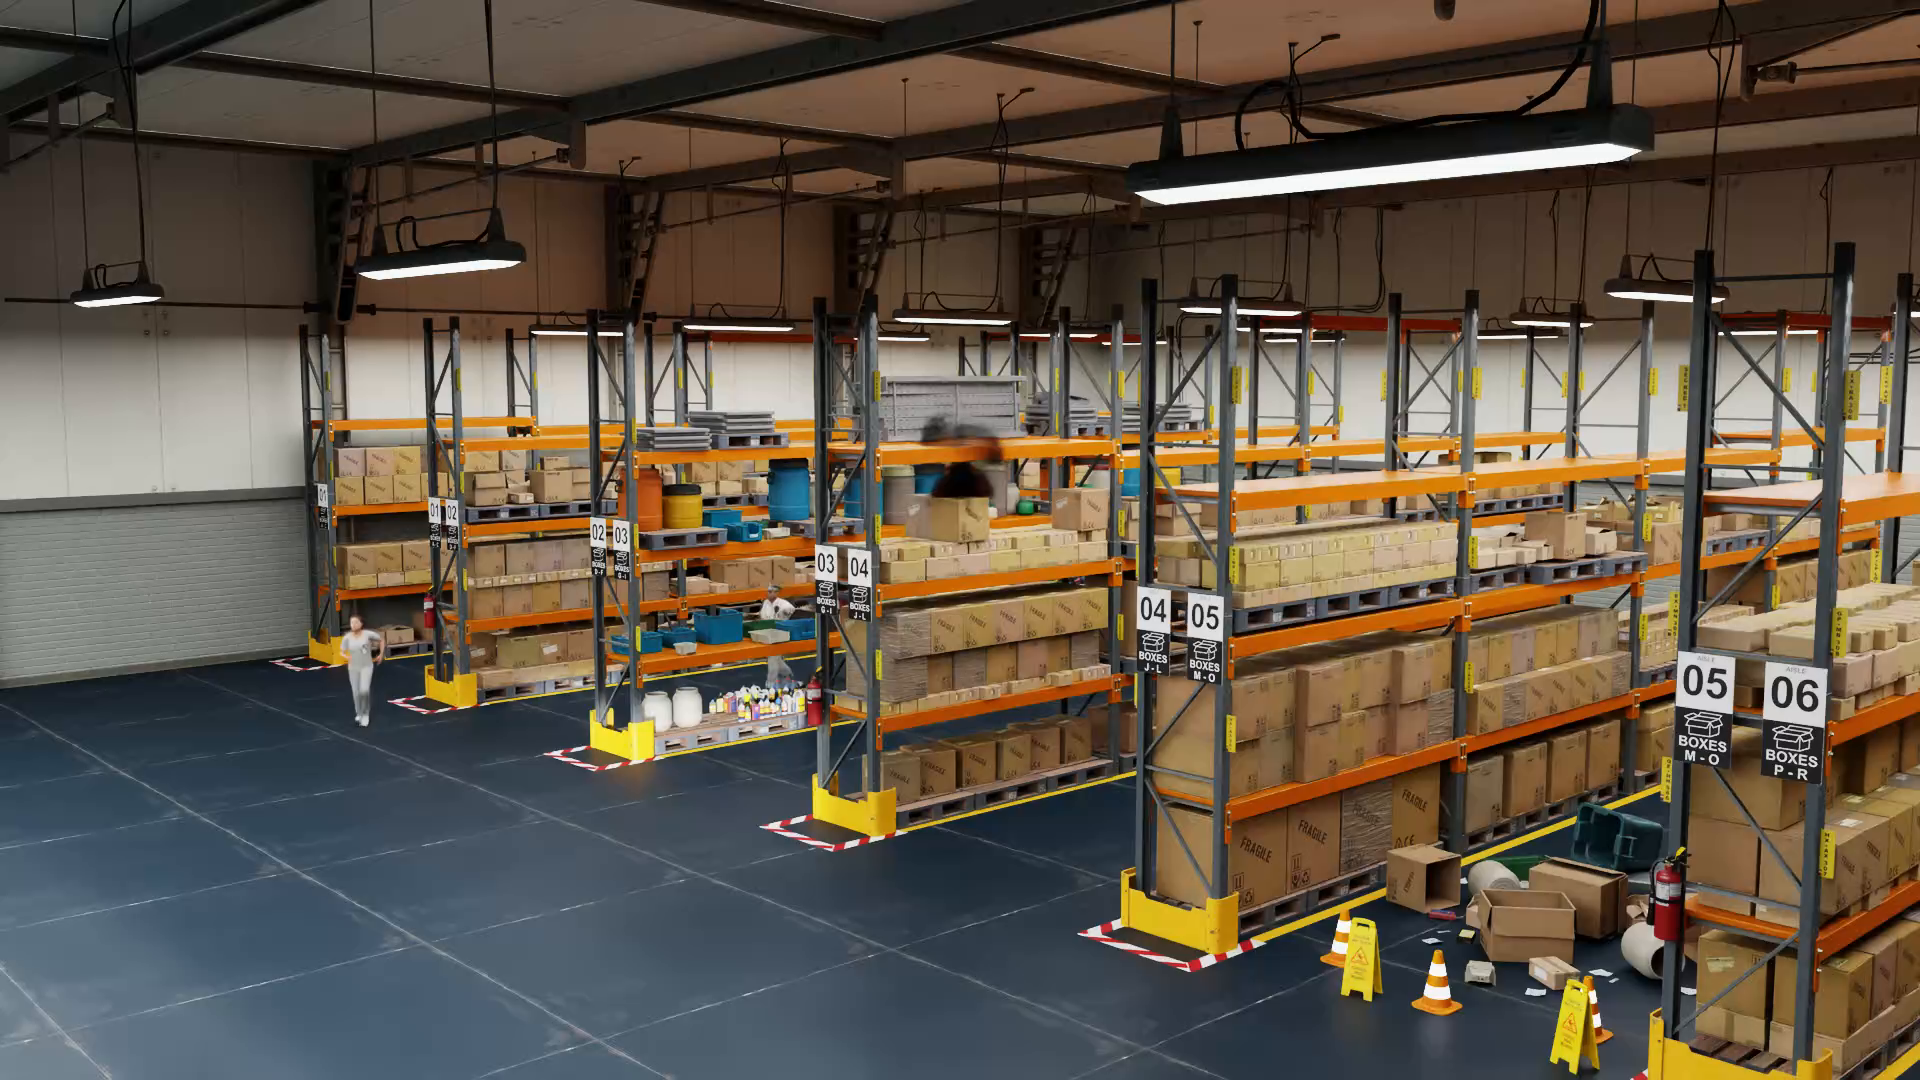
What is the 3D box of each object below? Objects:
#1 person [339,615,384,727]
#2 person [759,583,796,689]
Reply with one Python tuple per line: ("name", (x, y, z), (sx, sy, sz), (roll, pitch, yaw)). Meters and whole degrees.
("person", (-8.697, 1.889, 24.184), (0.574, 1.636, 0.835), (-1, 6, -8))
("person", (-2.959, 1.580, 26.845), (0.683, 1.804, 0.872), (5, 8, 41))
